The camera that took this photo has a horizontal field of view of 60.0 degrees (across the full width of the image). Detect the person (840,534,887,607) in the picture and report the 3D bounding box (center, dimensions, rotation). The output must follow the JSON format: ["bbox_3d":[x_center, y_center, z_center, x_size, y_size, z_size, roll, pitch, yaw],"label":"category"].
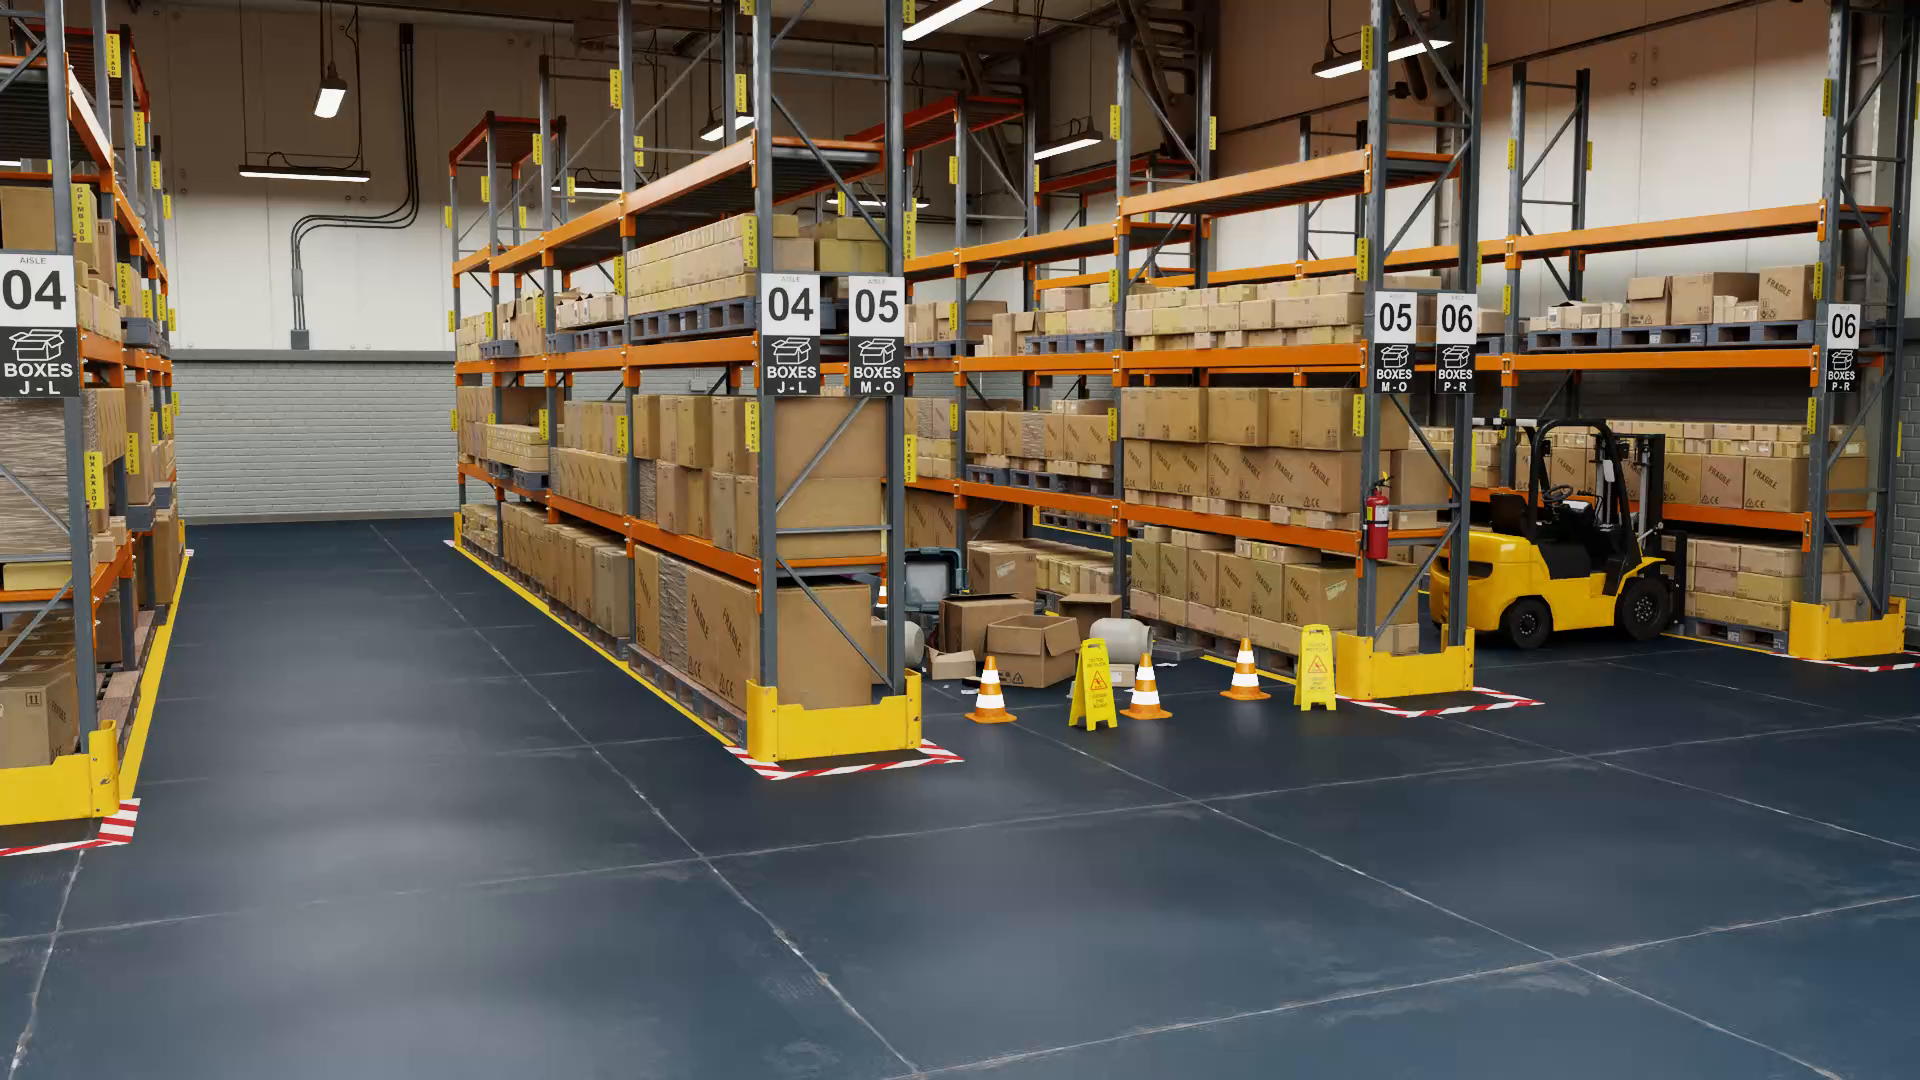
[{"bbox_3d":[-1.181,0.357,18.021,0.977,0.907,0.510,-3,6,-26],"label":"person"}]
